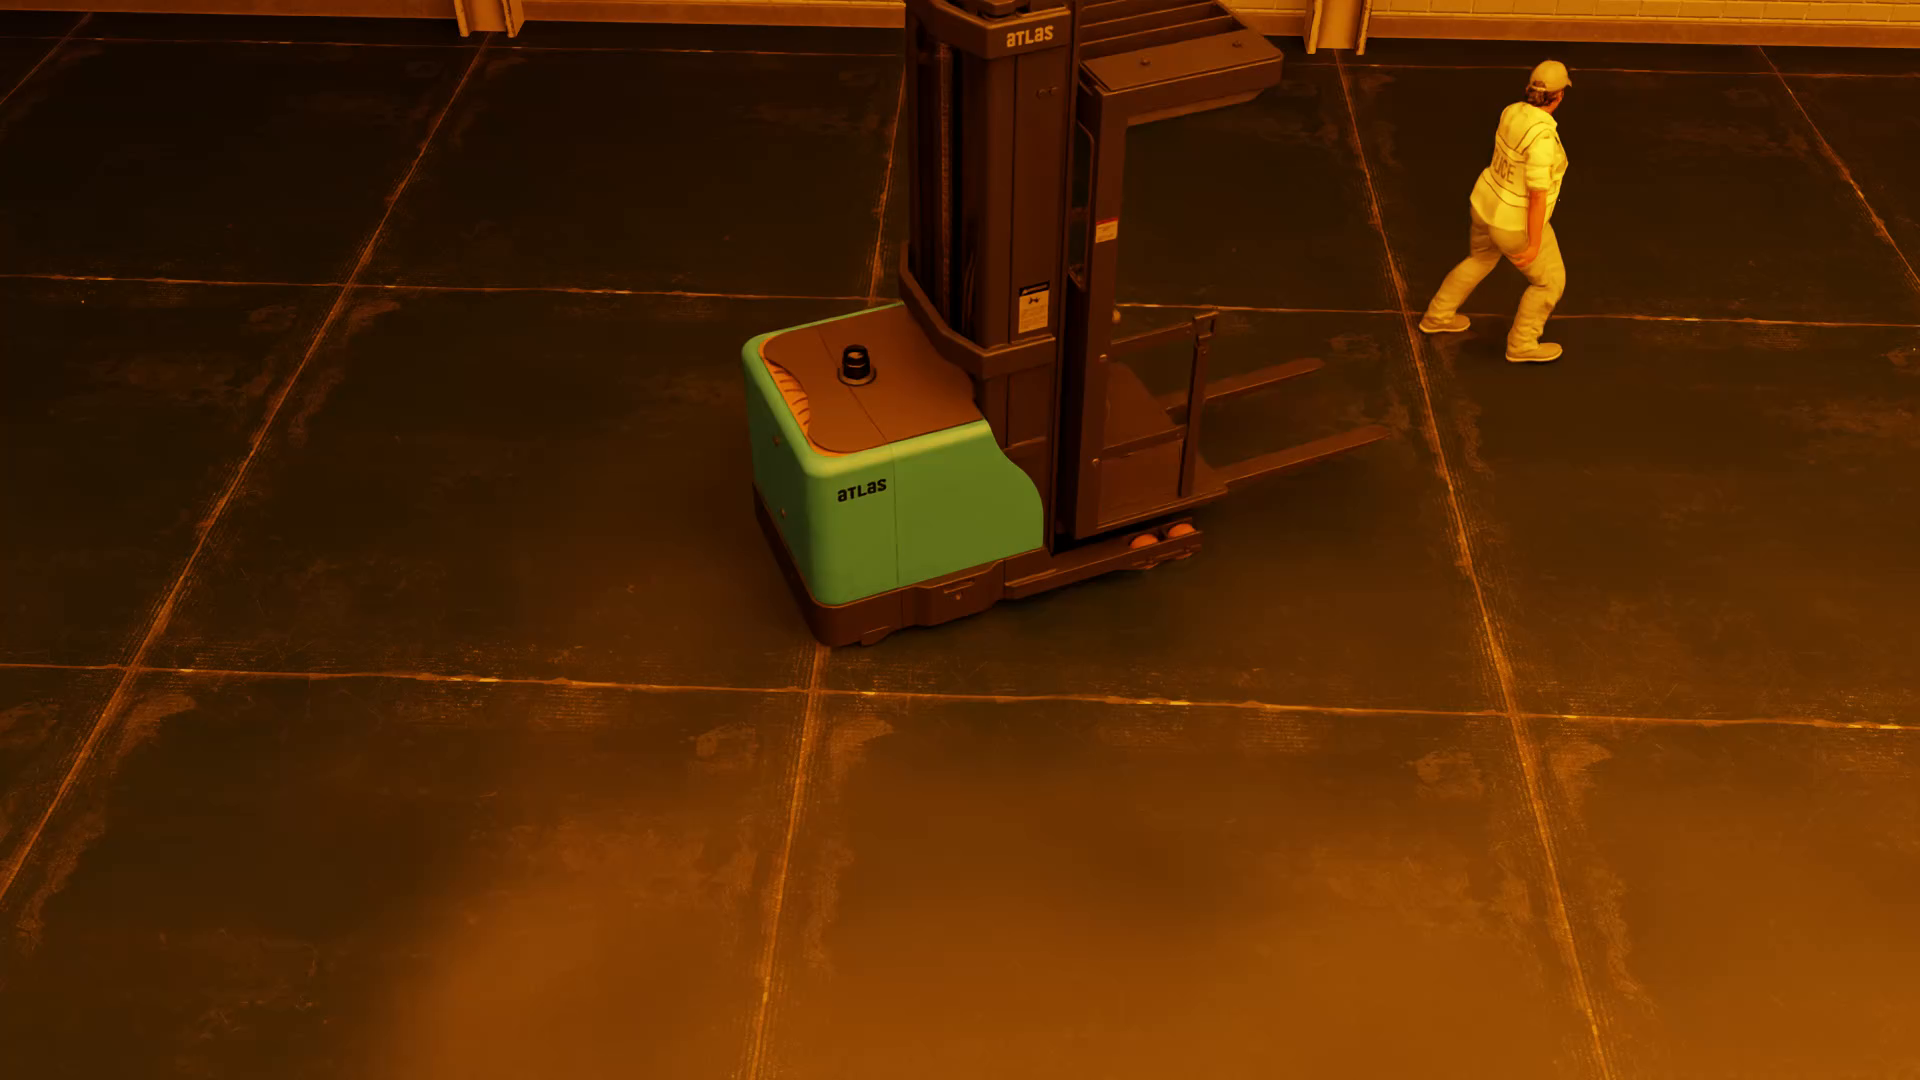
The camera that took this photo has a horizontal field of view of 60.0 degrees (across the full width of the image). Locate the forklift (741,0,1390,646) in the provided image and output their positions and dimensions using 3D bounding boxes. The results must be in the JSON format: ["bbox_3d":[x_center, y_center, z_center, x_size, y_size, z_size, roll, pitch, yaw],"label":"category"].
[{"bbox_3d":[0.591,-1.258,7.121,3.031,2.935,1.130,-16,45,-17],"label":"forklift"}]

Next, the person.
[{"bbox_3d":[2.886,-1.676,8.563,0.640,1.614,0.601,-8,43,-9],"label":"person"}]
